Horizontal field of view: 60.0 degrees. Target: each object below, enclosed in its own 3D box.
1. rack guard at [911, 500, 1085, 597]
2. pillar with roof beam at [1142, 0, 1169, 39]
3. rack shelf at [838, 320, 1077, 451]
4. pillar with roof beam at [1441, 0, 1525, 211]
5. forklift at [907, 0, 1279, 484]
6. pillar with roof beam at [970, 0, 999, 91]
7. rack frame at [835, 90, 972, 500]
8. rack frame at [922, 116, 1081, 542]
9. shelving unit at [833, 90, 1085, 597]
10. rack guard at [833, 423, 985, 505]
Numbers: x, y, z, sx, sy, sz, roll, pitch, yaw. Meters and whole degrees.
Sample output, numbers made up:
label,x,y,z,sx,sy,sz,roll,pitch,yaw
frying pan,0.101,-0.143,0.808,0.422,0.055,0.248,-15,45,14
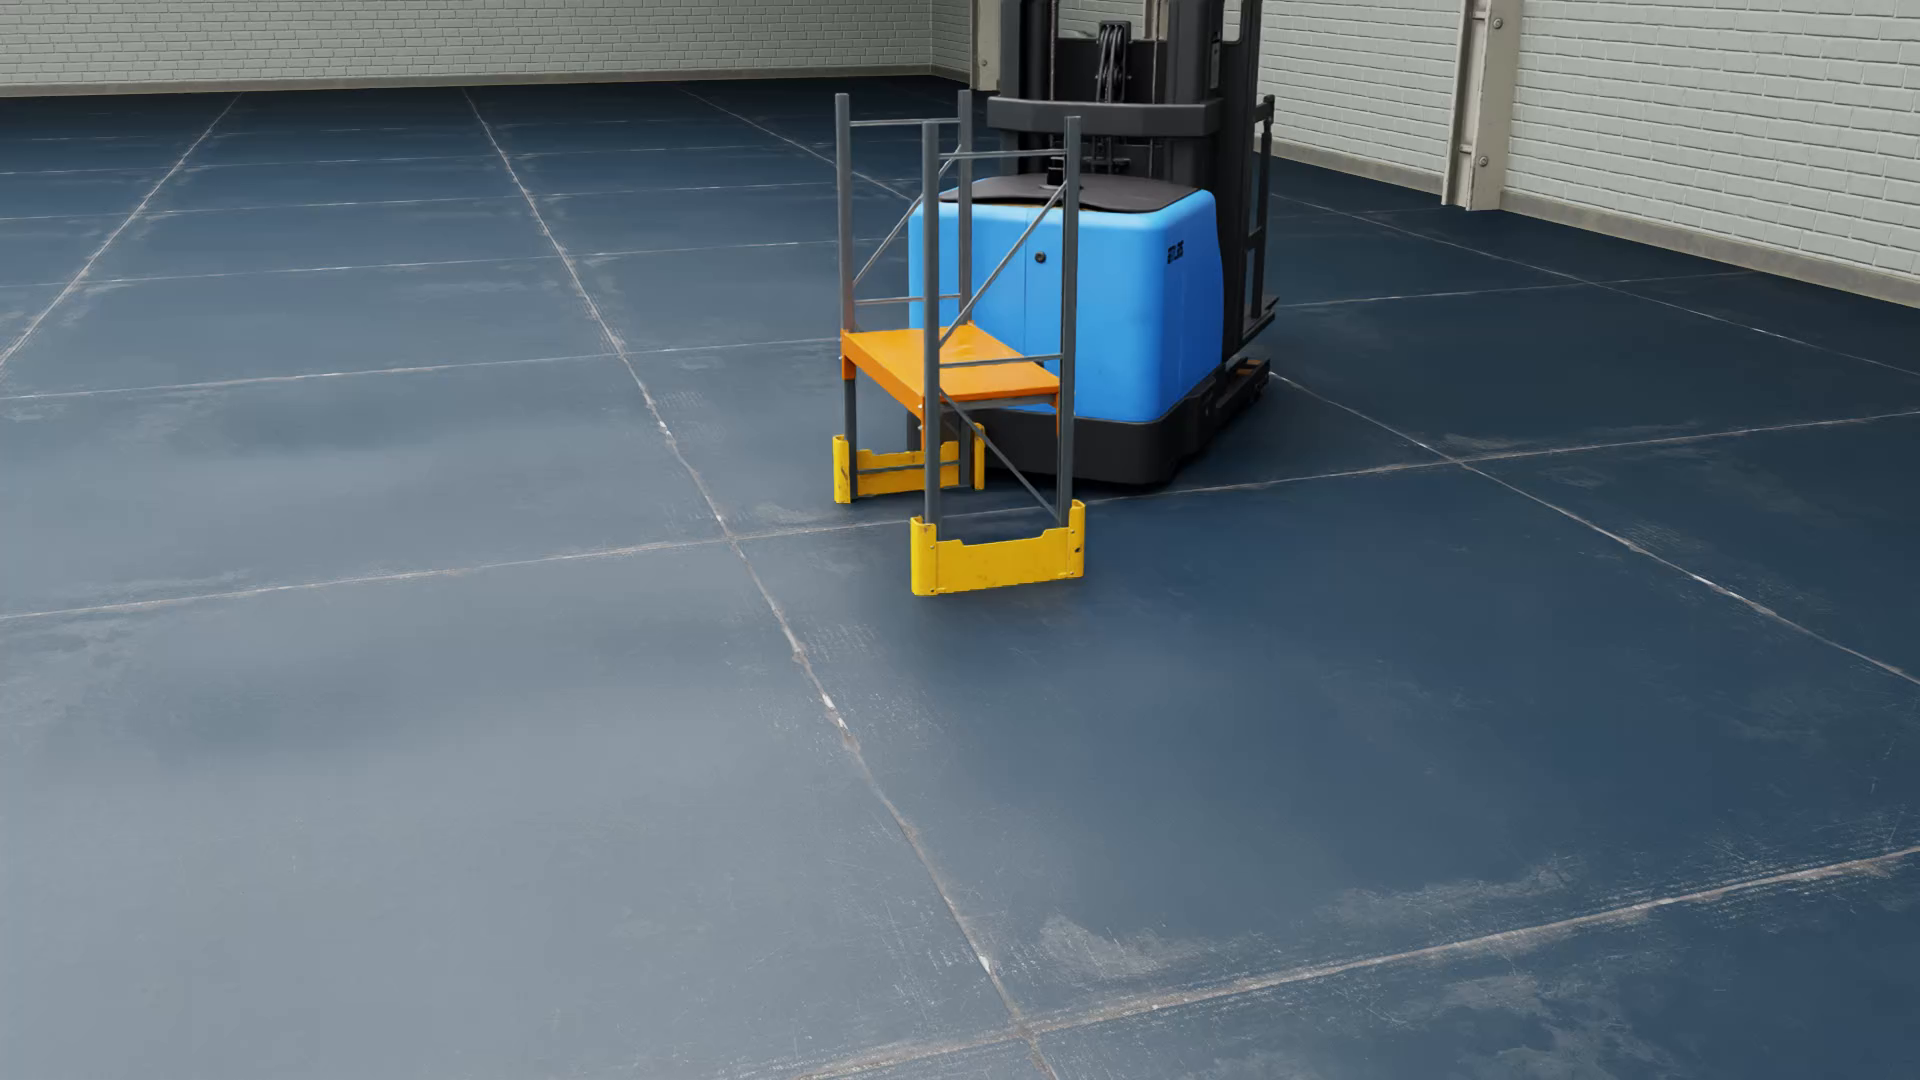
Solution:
label,x,y,z,sx,sy,sz,roll,pitch,yaw
rack guard,0.128,0.026,5.474,0.587,0.250,0.087,-7,21,-18
pillar with roof beam,-1.850,-8.393,15.972,9.100,9.000,0.400,-6,21,-17
rack shelf,-0.035,-0.555,5.776,0.538,0.185,1.000,-7,21,-18
pillar with roof beam,0.036,-6.468,10.611,9.100,9.000,0.400,-6,21,-17
forklift,0.816,-2.051,7.290,1.130,2.935,3.031,8,21,21
pillar with roof beam,-3.735,-10.319,21.332,9.100,9.000,0.400,-6,21,-17
rack frame,-0.198,-0.887,6.168,0.500,1.500,0.032,-7,21,-18
rack frame,0.128,-0.562,5.262,0.500,1.500,0.032,-7,21,-18
shelving unit,-0.032,-0.722,5.707,0.587,1.500,1.083,-7,21,-18
rack guard,-0.192,-0.293,6.362,0.587,0.250,0.087,-7,21,-18
